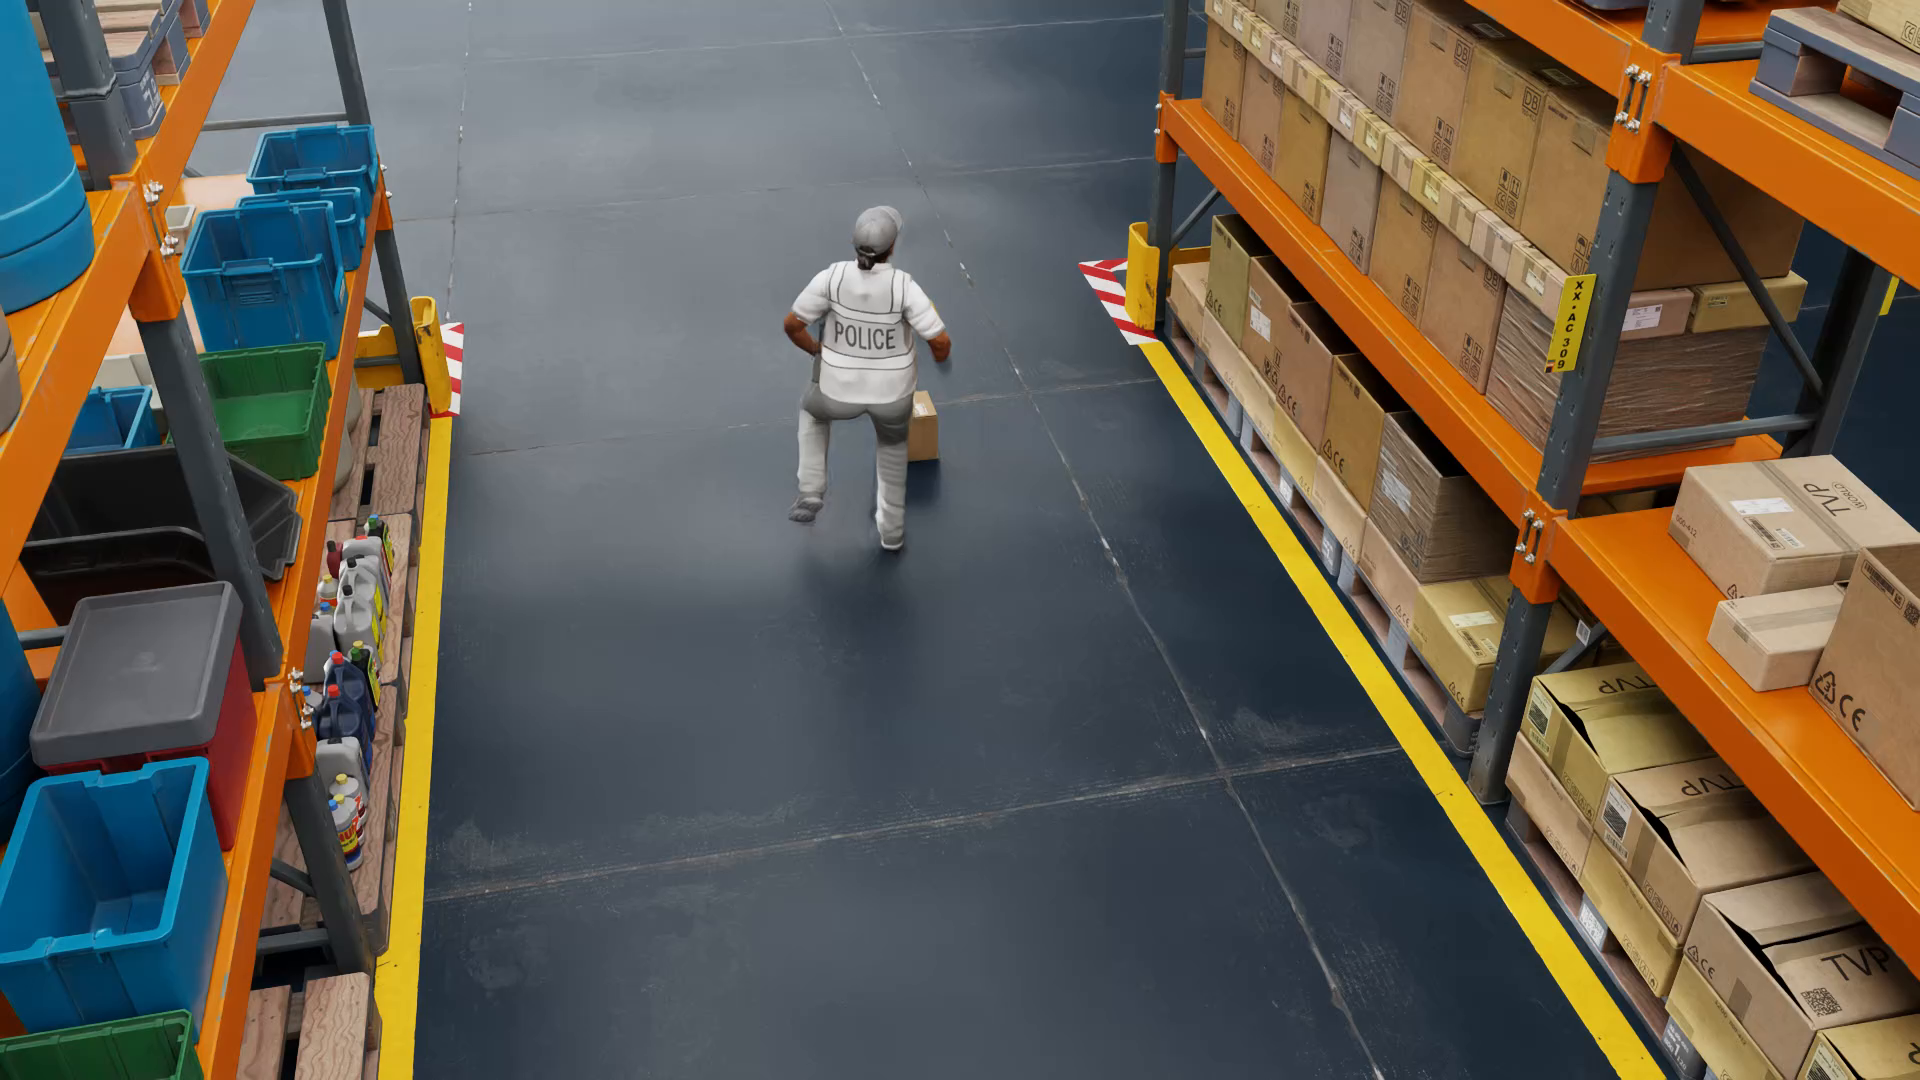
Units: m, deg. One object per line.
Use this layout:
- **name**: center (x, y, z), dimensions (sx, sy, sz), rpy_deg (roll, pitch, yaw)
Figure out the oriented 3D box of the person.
- **person**: center (-0.421, -0.716, 7.232), dimensions (0.734, 1.624, 0.531), rpy_deg (-3, 35, -5)
